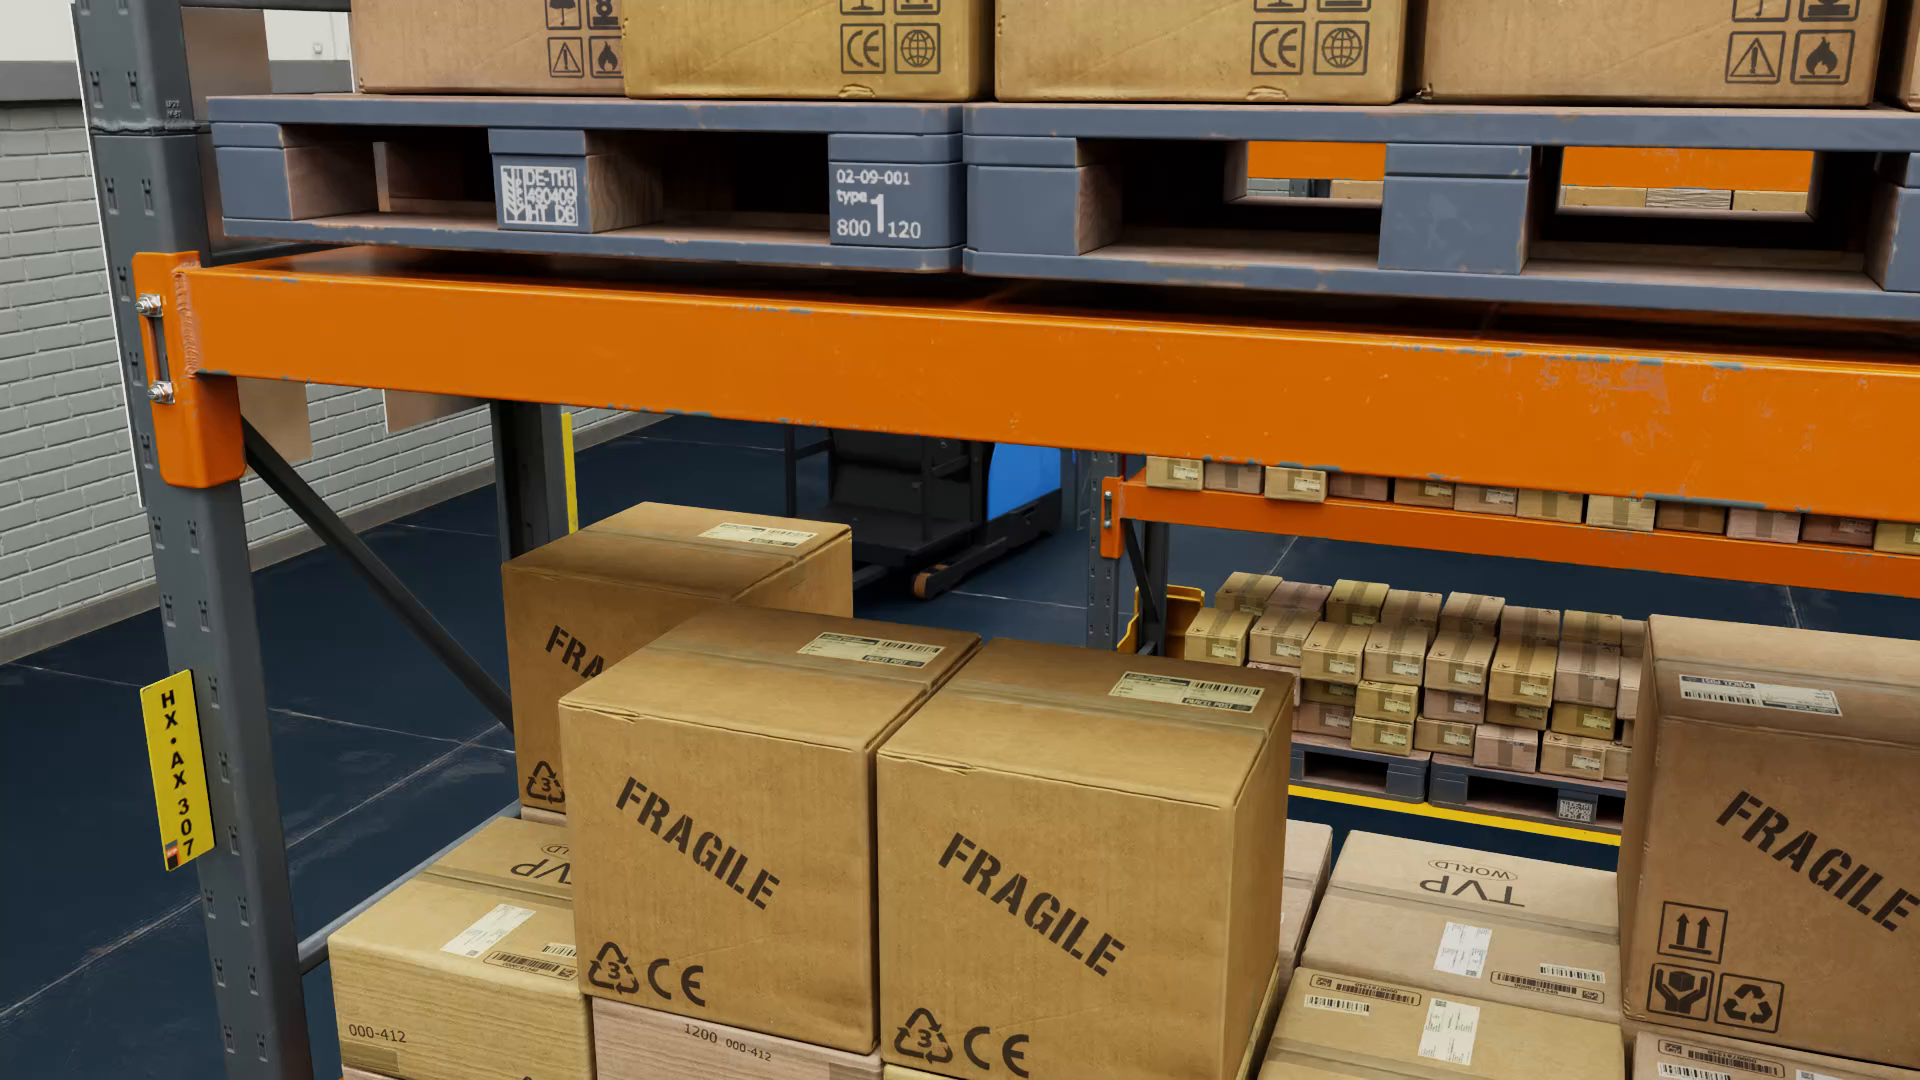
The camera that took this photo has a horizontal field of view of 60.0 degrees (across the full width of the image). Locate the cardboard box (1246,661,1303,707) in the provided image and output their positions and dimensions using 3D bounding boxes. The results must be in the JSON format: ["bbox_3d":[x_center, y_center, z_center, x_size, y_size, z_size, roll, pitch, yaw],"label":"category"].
[{"bbox_3d":[1.447,0.607,7.531,0.250,0.149,0.380,6,17,20],"label":"cardboard box"}]

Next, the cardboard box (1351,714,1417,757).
[{"bbox_3d":[1.894,0.807,7.374,0.250,0.149,0.380,7,17,21],"label":"cardboard box"}]

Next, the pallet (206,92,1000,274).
[{"bbox_3d":[-0.401,-0.630,2.741,1.213,0.211,1.003,6,17,21],"label":"pallet"}]

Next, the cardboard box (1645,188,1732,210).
[{"bbox_3d":[4.776,-2.074,10.966,0.500,0.500,0.500,7,17,21],"label":"cardboard box"}]

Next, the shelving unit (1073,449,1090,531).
[{"bbox_3d":[0.498,-0.918,11.644,1.048,1.500,0.538,10,19,31],"label":"shelving unit"}]

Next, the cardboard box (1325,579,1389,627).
[{"bbox_3d":[1.905,0.323,7.973,0.250,0.149,0.380,6,17,19],"label":"cardboard box"}]

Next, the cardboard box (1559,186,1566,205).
[{"bbox_3d":[3.848,-2.179,11.325,0.500,0.500,0.500,6,17,20],"label":"cardboard box"}]

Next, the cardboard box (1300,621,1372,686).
[{"bbox_3d":[1.670,0.499,7.369,0.250,0.149,0.380,6,17,20],"label":"cardboard box"}]

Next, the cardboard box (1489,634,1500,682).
[{"bbox_3d":[2.386,0.526,7.808,0.250,0.149,0.380,7,17,21],"label":"cardboard box"}]

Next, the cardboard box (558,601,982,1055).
[{"bbox_3d":[-0.282,0.434,2.687,0.500,0.500,0.500,6,17,19],"label":"cardboard box"}]

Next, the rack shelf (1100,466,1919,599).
[{"bbox_3d":[2.680,-0.031,7.190,4.000,0.370,1.077,6,17,21],"label":"rack shelf"}]

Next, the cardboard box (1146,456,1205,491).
[{"bbox_3d":[1.000,-0.342,7.422,0.250,0.149,0.380,6,17,20],"label":"cardboard box"}]

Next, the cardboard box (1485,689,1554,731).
[{"bbox_3d":[2.455,0.683,7.269,0.250,0.149,0.380,7,18,23],"label":"cardboard box"}]

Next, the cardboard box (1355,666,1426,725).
[{"bbox_3d":[1.906,0.663,7.336,0.250,0.149,0.380,7,18,22],"label":"cardboard box"}]

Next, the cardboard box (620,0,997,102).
[{"bbox_3d":[-0.112,-0.915,2.453,0.500,0.500,0.700,6,17,19],"label":"cardboard box"}]

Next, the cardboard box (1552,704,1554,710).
[{"bbox_3d":[2.825,0.746,7.584,0.250,0.149,0.380,7,18,22],"label":"cardboard box"}]

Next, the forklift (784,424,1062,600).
[{"bbox_3d":[-0.488,-1.195,10.032,1.130,2.935,3.031,9,19,29],"label":"forklift"}]

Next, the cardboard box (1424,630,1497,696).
[{"bbox_3d":[2.186,0.533,7.250,0.250,0.149,0.380,7,18,23],"label":"cardboard box"}]

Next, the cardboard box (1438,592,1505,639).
[{"bbox_3d":[2.393,0.379,7.780,0.250,0.149,0.380,7,18,23],"label":"cardboard box"}]

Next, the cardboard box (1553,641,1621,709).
[{"bbox_3d":[2.683,0.573,7.113,0.250,0.149,0.380,6,17,21],"label":"cardboard box"}]

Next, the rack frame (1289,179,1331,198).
[{"bbox_3d":[2.542,-1.875,12.252,0.127,3.000,1.000,6,17,21],"label":"rack frame"}]

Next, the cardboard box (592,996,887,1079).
[{"bbox_3d":[-0.261,0.795,2.791,0.500,0.250,0.500,6,17,20],"label":"cardboard box"}]

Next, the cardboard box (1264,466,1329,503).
[{"bbox_3d":[1.483,-0.285,7.227,0.250,0.149,0.380,6,17,19],"label":"cardboard box"}]

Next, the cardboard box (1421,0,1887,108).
[{"bbox_3d":[0.944,-0.845,2.211,0.500,0.500,0.700,7,18,23],"label":"cardboard box"}]

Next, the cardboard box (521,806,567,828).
[{"bbox_3d":[-0.546,0.605,3.445,0.500,0.250,0.500,6,17,20],"label":"cardboard box"}]

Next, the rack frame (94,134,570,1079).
[{"bbox_3d":[-1.095,0.695,3.399,0.127,3.000,1.000,6,17,21],"label":"rack frame"}]

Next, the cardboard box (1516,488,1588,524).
[{"bbox_3d":[2.470,-0.196,6.918,0.250,0.149,0.380,7,18,23],"label":"cardboard box"}]

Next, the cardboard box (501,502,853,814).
[{"bbox_3d":[-0.545,0.246,3.337,0.500,0.500,0.500,7,17,21],"label":"cardboard box"}]

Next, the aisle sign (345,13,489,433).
[{"bbox_3d":[-1.051,-0.638,3.330,0.004,0.787,0.394,6,17,21],"label":"aisle sign"}]

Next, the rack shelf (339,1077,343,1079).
[{"bbox_3d":[0.766,1.245,2.794,4.000,0.370,1.077,6,17,21],"label":"rack shelf"}]

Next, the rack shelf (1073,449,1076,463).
[{"bbox_3d":[0.498,-0.745,11.694,1.000,0.185,0.538,10,19,31],"label":"rack shelf"}]

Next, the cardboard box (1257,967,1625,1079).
[{"bbox_3d":[0.692,0.899,2.431,0.500,0.250,0.500,6,17,20],"label":"cardboard box"}]

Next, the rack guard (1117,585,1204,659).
[{"bbox_3d":[0.890,0.627,8.116,0.348,0.500,1.175,6,17,21],"label":"rack guard"}]

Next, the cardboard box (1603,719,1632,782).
[{"bbox_3d":[2.870,0.894,7.074,0.250,0.149,0.380,7,17,22],"label":"cardboard box"}]

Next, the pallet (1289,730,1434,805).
[{"bbox_3d":[1.633,0.858,7.838,1.213,0.211,1.003,6,17,21],"label":"pallet"}]

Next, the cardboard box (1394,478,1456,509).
[{"bbox_3d":[2.018,-0.260,7.141,0.250,0.149,0.380,6,17,20],"label":"cardboard box"}]

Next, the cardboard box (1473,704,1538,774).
[{"bbox_3d":[2.366,0.856,7.204,0.250,0.149,0.380,5,17,18],"label":"cardboard box"}]

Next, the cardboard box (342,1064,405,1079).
[{"bbox_3d":[-0.885,0.938,3.014,0.250,0.149,0.380,6,17,21],"label":"cardboard box"}]

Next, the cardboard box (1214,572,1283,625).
[{"bbox_3d":[1.405,0.289,8.090,0.250,0.149,0.380,6,17,21],"label":"cardboard box"}]

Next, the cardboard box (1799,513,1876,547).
[{"bbox_3d":[3.468,-0.105,6.604,0.250,0.149,0.380,6,17,19],"label":"cardboard box"}]

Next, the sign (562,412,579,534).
[{"bbox_3d":[-0.883,-0.114,3.684,0.005,0.325,0.100,6,17,21],"label":"sign"}]

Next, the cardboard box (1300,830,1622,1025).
[{"bbox_3d":[0.885,0.761,2.906,0.500,0.250,0.500,6,17,21],"label":"cardboard box"}]

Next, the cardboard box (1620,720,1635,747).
[{"bbox_3d":[2.935,0.751,7.033,0.250,0.149,0.380,5,17,18],"label":"cardboard box"}]

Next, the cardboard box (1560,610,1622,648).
[{"bbox_3d":[2.851,0.455,7.521,0.250,0.149,0.380,6,17,21],"label":"cardboard box"}]

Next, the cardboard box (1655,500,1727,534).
[{"bbox_3d":[2.971,-0.153,6.772,0.250,0.149,0.380,6,17,20],"label":"cardboard box"}]

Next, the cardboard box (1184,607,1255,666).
[{"bbox_3d":[1.182,0.443,7.562,0.250,0.149,0.380,5,17,18],"label":"cardboard box"}]

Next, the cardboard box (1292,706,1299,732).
[{"bbox_3d":[1.463,0.729,7.644,0.250,0.149,0.380,6,17,20],"label":"cardboard box"}]
